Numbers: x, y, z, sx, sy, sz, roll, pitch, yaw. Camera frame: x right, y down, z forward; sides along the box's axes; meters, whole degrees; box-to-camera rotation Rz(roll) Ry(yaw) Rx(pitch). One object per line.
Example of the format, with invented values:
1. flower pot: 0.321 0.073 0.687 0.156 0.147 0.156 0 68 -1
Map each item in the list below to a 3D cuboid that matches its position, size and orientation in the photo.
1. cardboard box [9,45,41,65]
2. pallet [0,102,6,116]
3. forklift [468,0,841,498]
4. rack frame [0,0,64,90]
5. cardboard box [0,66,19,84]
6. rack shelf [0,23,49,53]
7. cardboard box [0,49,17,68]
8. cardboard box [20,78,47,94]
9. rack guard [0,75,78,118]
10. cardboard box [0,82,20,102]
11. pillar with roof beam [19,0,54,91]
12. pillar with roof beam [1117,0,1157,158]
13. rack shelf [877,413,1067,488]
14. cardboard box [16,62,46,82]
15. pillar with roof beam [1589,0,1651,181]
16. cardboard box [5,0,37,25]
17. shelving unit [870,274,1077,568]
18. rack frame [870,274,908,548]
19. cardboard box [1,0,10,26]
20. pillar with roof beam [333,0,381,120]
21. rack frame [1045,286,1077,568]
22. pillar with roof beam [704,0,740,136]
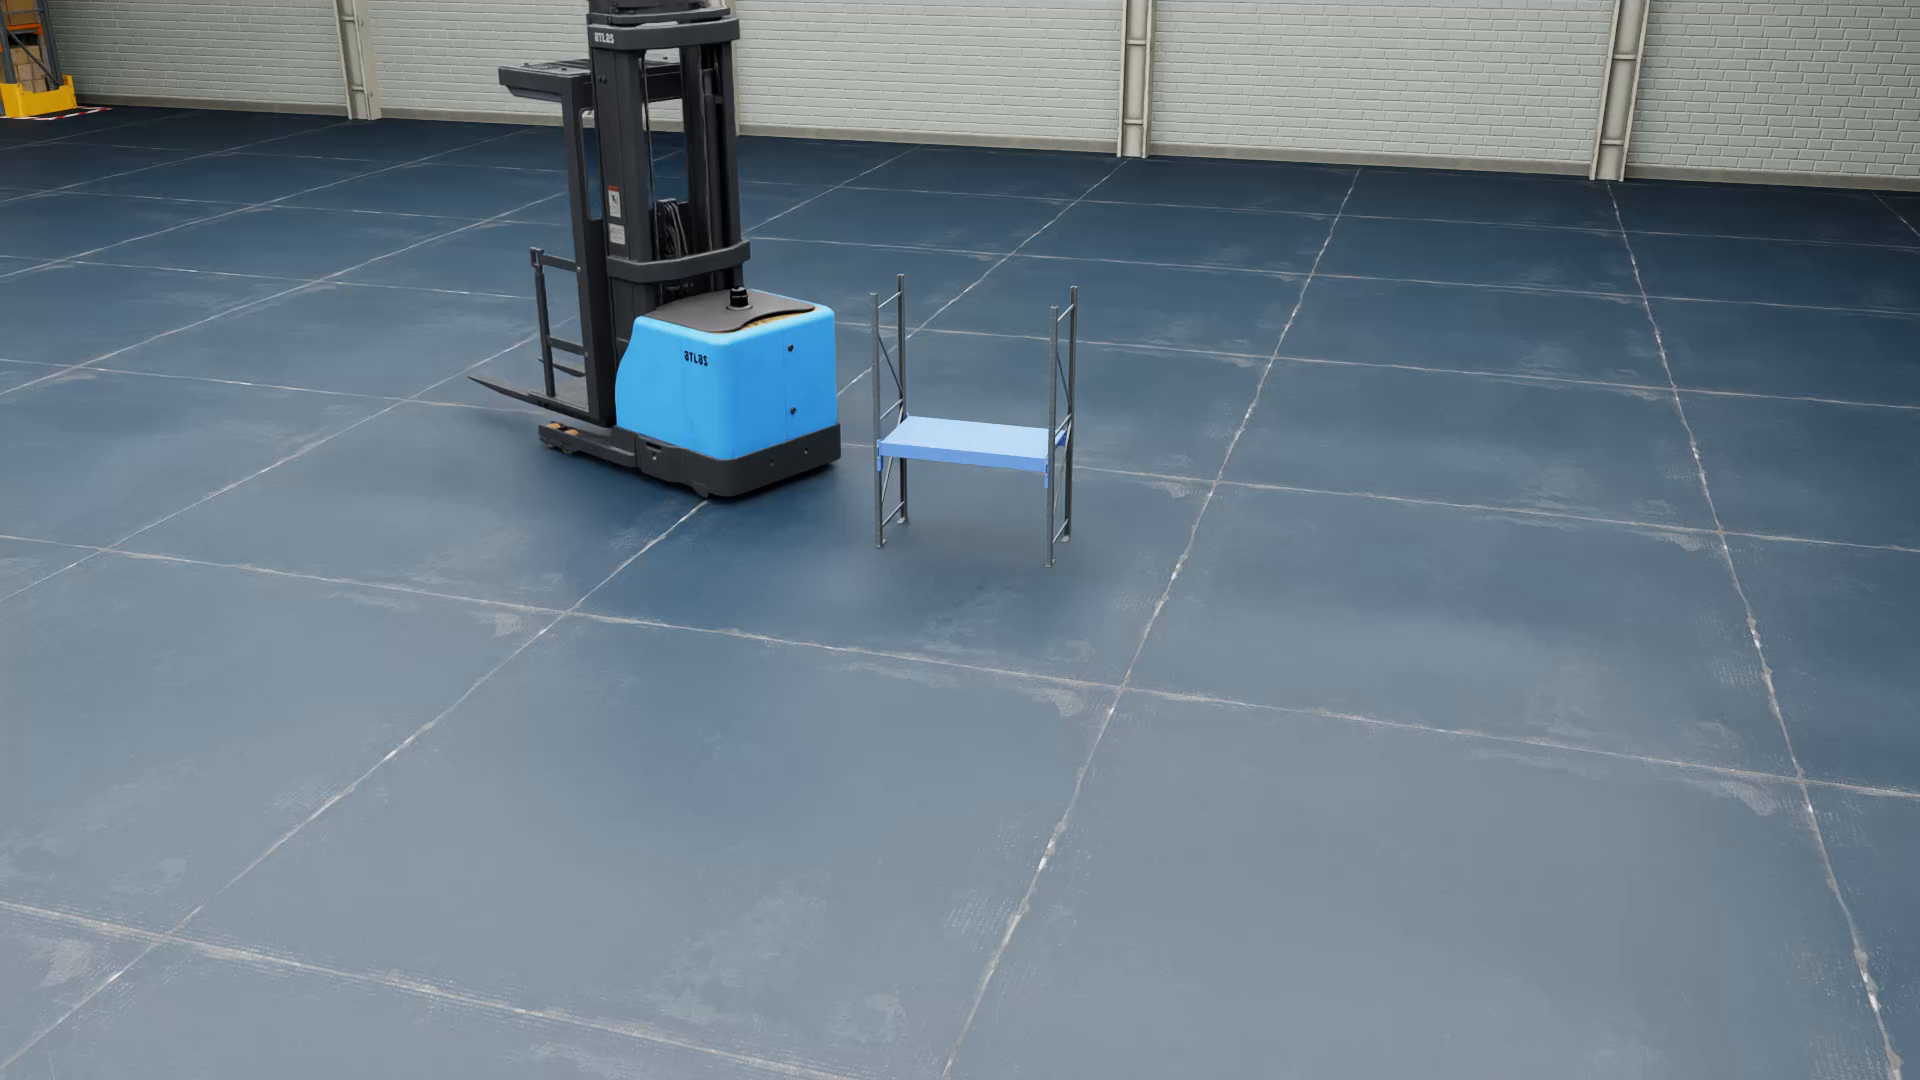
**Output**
1. cardboard box: -14.896 -7.645 26.207 0.500 0.250 0.500 6 23 15
2. pallet: -15.234 -6.917 26.355 1.213 0.211 1.003 7 23 16
3. forklift: -2.224 -2.065 10.943 3.031 2.935 1.130 18 29 37
4. rack frame: -14.490 -8.139 25.658 0.127 3.000 1.000 7 23 16
5. cardboard box: -15.046 -7.232 25.859 0.500 0.250 0.500 6 23 15
6. rack shelf: -16.405 -8.025 26.329 4.000 0.370 1.077 7 23 16
7. cardboard box: -15.021 -7.460 25.757 0.500 0.250 0.500 7 23 17
8. cardboard box: -14.904 -7.186 26.405 0.500 0.250 0.500 7 23 16
9. rack guard: -14.467 -6.979 26.126 0.348 0.500 1.175 7 23 16
10. cardboard box: -15.031 -6.997 25.946 0.500 0.250 0.500 7 23 16
11. pillar with roof beam: -16.140 -9.754 21.691 0.400 9.000 9.100 7 23 16
12. pillar with roof beam: 1.093 -7.781 16.881 0.400 9.000 9.100 7 23 16
13. rack shelf: 0.082 -0.518 9.531 1.000 0.185 0.538 7 23 16
14. cardboard box: -14.880 -7.419 26.315 0.500 0.250 0.500 7 23 16
15. pillar with roof beam: 6.837 -7.123 15.277 0.400 9.000 9.100 7 23 16
16. cardboard box: -14.884 -8.340 26.018 0.500 0.500 0.500 7 23 17
17. shelving unit: 0.082 -0.685 9.463 1.048 1.500 0.538 7 23 16
18. rack frame: -0.405 -0.740 9.598 0.032 1.500 0.500 7 23 16
19. cardboard box: -15.037 -8.143 25.538 0.500 0.500 0.500 6 23 14
20. pillar with roof beam: -10.396 -9.096 20.088 0.400 9.000 9.100 7 23 16
21. rack frame: 0.568 -0.629 9.327 0.032 1.500 0.500 7 23 16
22. pillar with roof beam: -4.651 -8.438 18.484 0.400 9.000 9.100 7 23 16
